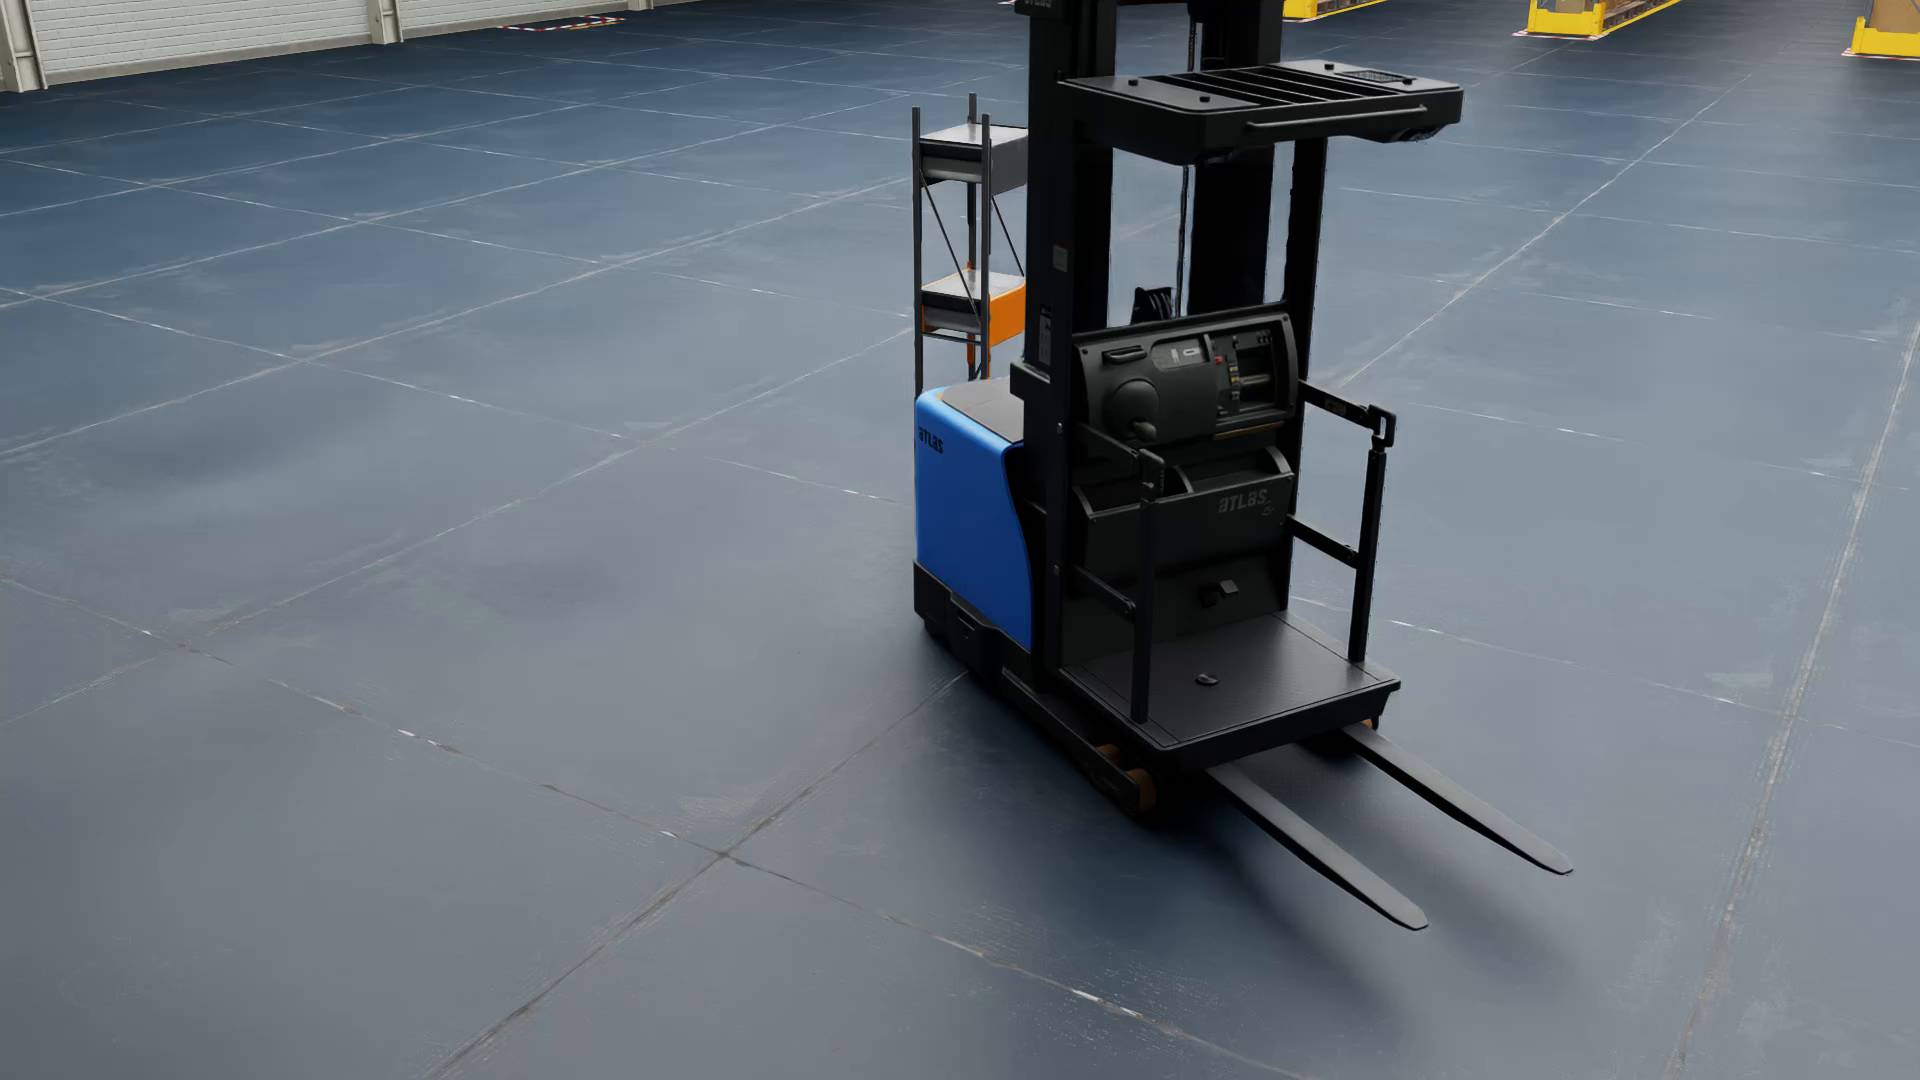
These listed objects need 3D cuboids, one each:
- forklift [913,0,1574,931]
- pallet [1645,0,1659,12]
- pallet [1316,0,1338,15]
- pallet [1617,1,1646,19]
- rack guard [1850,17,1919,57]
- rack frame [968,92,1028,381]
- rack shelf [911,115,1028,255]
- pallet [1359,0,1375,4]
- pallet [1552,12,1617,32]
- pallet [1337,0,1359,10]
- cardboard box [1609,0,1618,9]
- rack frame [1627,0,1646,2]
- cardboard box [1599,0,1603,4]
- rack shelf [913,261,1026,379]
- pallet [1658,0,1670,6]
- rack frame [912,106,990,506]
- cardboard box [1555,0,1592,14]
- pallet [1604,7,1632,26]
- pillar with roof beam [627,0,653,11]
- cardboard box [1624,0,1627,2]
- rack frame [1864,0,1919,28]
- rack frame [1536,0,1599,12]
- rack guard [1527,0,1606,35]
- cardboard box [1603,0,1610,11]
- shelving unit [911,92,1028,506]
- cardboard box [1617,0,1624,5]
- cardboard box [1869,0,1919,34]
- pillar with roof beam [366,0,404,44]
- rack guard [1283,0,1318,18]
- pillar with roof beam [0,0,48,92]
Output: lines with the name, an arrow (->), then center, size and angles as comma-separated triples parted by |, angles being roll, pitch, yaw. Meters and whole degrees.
forklift -> 0.939, -0.563, 5.861 | 1.130, 2.935, 3.031 | -12, 26, -26
pallet -> 12.640, -10.224, 31.602 | 1.003, 0.211, 1.213 | 14, 27, 29
pallet -> 6.346, -9.958, 30.986 | 1.003, 0.211, 1.213 | 14, 27, 29
pallet -> 11.906, -9.727, 30.453 | 1.003, 0.211, 1.213 | 14, 27, 29
rack guard -> 14.268, -7.662, 25.320 | 1.175, 0.500, 0.348 | 14, 27, 29
rack frame -> 0.216, -1.102, 8.152 | 0.400, 2.100, 0.015 | 14, 27, 29
rack shelf -> 0.087, -1.649, 7.689 | 0.431, 0.518, 0.480 | 14, 27, 29
pallet -> 7.633, -10.781, 32.888 | 1.003, 0.211, 1.213 | 14, 27, 29
pallet -> 10.619, -8.904, 28.551 | 1.003, 0.211, 1.213 | 14, 27, 29
pallet -> 6.990, -10.368, 31.933 | 1.003, 0.211, 1.213 | 14, 27, 29
cardboard box -> 11.429, -9.739, 29.589 | 0.500, 0.500, 0.500 | 11, 26, 24
rack frame -> 12.231, -11.241, 30.440 | 1.000, 3.000, 0.127 | 14, 27, 29
cardboard box -> 10.750, -9.353, 28.696 | 0.500, 0.500, 0.500 | -20, 31, -39
rack shelf -> 0.087, -1.007, 7.967 | 0.431, 0.518, 0.480 | 14, 27, 29
pallet -> 13.283, -10.638, 32.557 | 1.003, 0.211, 1.213 | 14, 27, 29
rack frame -> -0.041, -0.937, 7.772 | 0.400, 2.100, 0.015 | 14, 27, 29
cardboard box -> 10.464, -9.144, 28.214 | 0.500, 0.500, 0.500 | 20, 30, 38
pallet -> 11.264, -9.314, 29.499 | 1.003, 0.211, 1.213 | 14, 27, 29
pillar with roof beam -> -2.377, -13.248, 27.526 | 9.100, 9.000, 0.400 | 14, 27, 29
cardboard box -> 11.986, -10.160, 30.561 | 0.500, 0.500, 0.500 | 13, 27, 27
rack frame -> 14.281, -8.817, 24.842 | 1.000, 3.000, 0.127 | 14, 27, 29
rack frame -> 10.121, -9.891, 27.322 | 1.000, 3.000, 0.127 | 14, 27, 29
rack guard -> 10.161, -8.769, 27.877 | 1.175, 0.500, 0.348 | 14, 27, 29
cardboard box -> 11.097, -9.560, 29.175 | 0.500, 0.500, 0.500 | 17, 29, 34
shelving unit -> 0.087, -1.019, 7.962 | 0.431, 2.100, 0.503 | 14, 27, 29
cardboard box -> 11.690, -9.965, 30.111 | 0.500, 0.500, 0.500 | -18, 29, -36
cardboard box -> 14.583, -8.278, 25.741 | 0.875, 0.875, 0.875 | 14, 27, 29
pillar with roof beam -> -5.542, -11.223, 22.848 | 9.100, 9.000, 0.400 | 14, 27, 29
rack guard -> 5.913, -9.817, 30.298 | 1.175, 0.500, 0.348 | 14, 27, 29
pillar with roof beam -> -8.707, -9.198, 18.170 | 9.100, 9.000, 0.400 | 14, 27, 29
